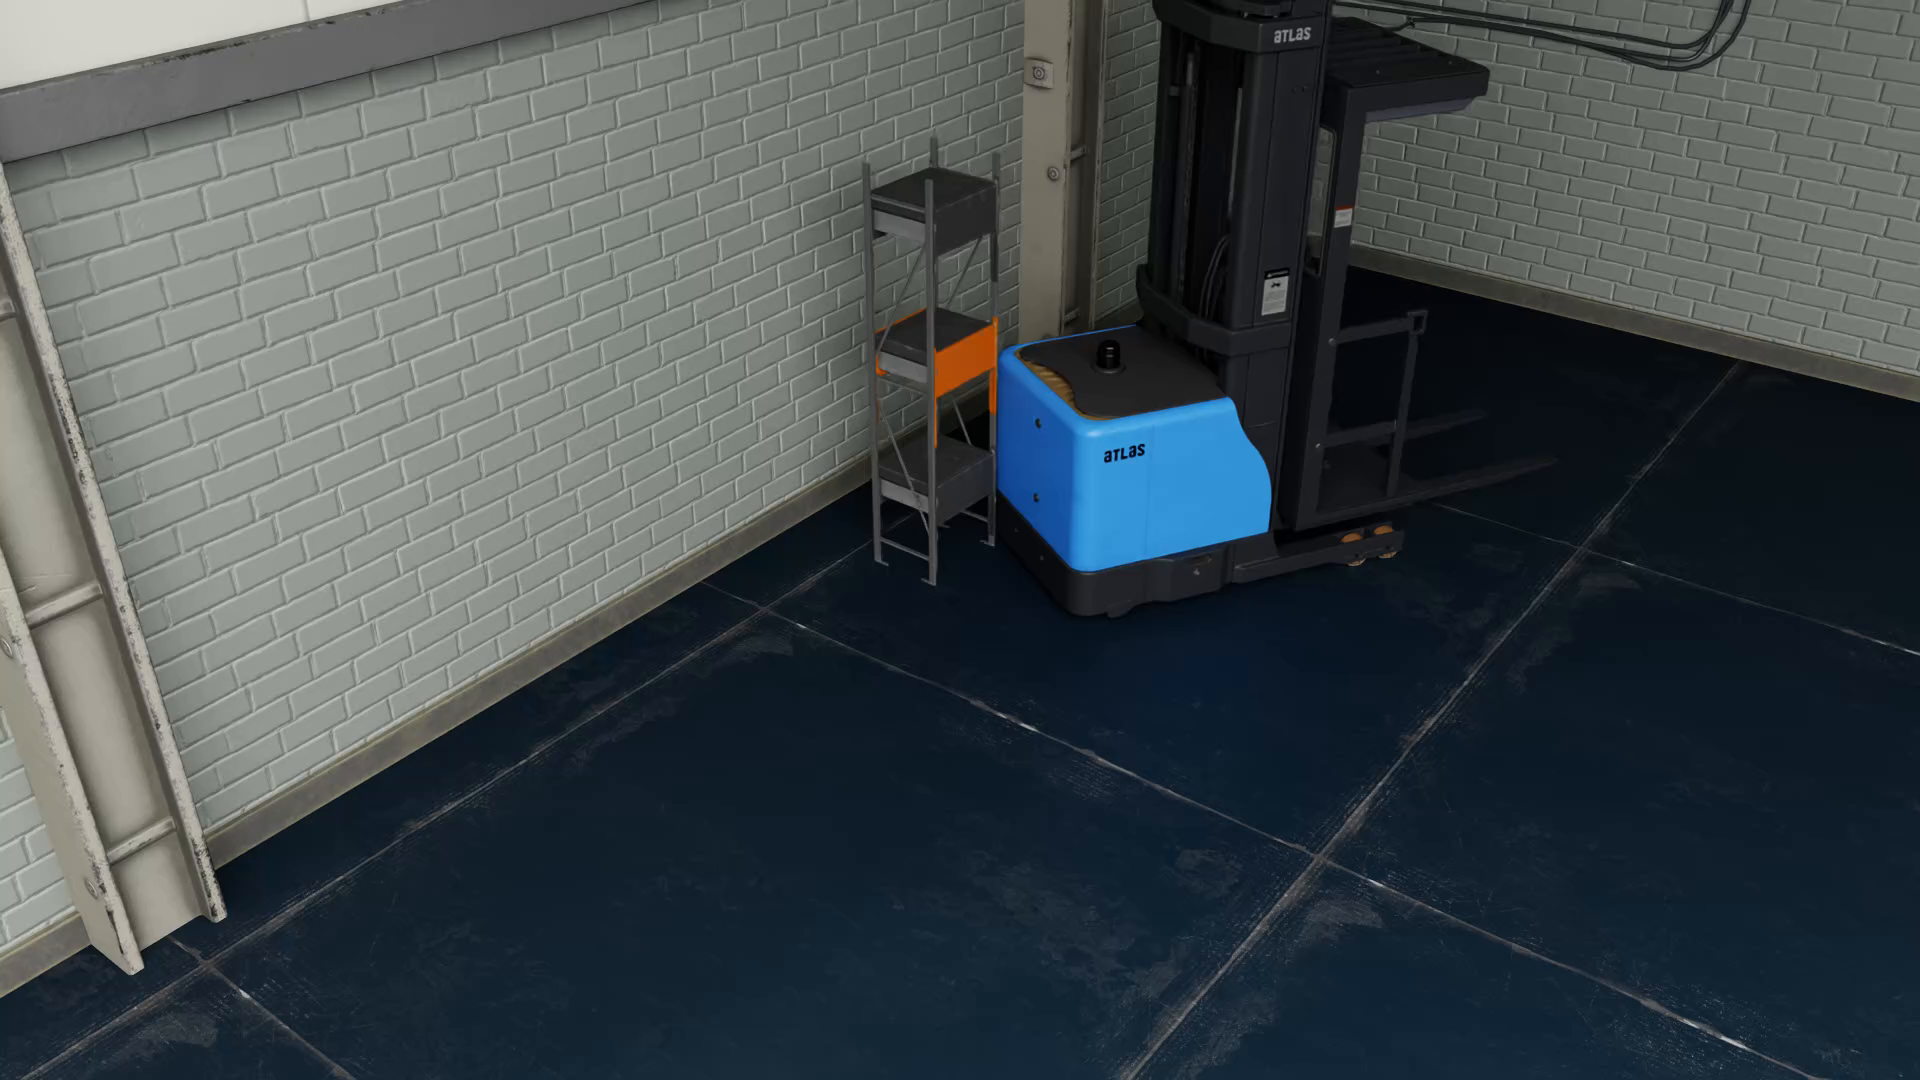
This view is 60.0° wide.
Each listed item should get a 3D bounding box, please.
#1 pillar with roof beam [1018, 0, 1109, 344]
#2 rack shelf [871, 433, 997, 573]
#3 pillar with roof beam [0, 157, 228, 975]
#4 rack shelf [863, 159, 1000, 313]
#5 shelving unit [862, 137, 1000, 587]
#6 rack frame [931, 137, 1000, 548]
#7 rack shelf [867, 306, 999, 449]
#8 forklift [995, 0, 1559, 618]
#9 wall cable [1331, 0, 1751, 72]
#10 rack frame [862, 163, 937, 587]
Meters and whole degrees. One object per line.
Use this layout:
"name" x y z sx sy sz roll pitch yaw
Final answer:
"pillar with roof beam" 4.025 -3.523 5.868 9.100 9.000 0.400 21 37 31
"rack shelf" -0.128 -0.218 8.458 0.431 0.518 0.480 22 37 32
"pillar with roof beam" 0.404 -1.084 1.752 9.100 9.000 0.400 21 37 31
"rack shelf" -0.128 -1.422 7.745 0.431 0.518 0.480 22 37 32
"shelving unit" -0.128 -0.832 8.094 0.431 2.100 0.503 22 37 32
"rack frame" 0.023 -0.930 8.259 0.400 2.100 0.015 22 37 32
"rack shelf" -0.128 -0.820 8.101 0.431 0.518 0.480 22 37 32
"forklift" 1.739 -1.363 8.174 3.031 2.935 1.130 -12 33 -20
"wall cable" 3.426 -4.302 10.229 3.097 2.526 0.112 21 37 31
"rack frame" -0.280 -0.734 7.930 0.400 2.100 0.015 22 37 32
